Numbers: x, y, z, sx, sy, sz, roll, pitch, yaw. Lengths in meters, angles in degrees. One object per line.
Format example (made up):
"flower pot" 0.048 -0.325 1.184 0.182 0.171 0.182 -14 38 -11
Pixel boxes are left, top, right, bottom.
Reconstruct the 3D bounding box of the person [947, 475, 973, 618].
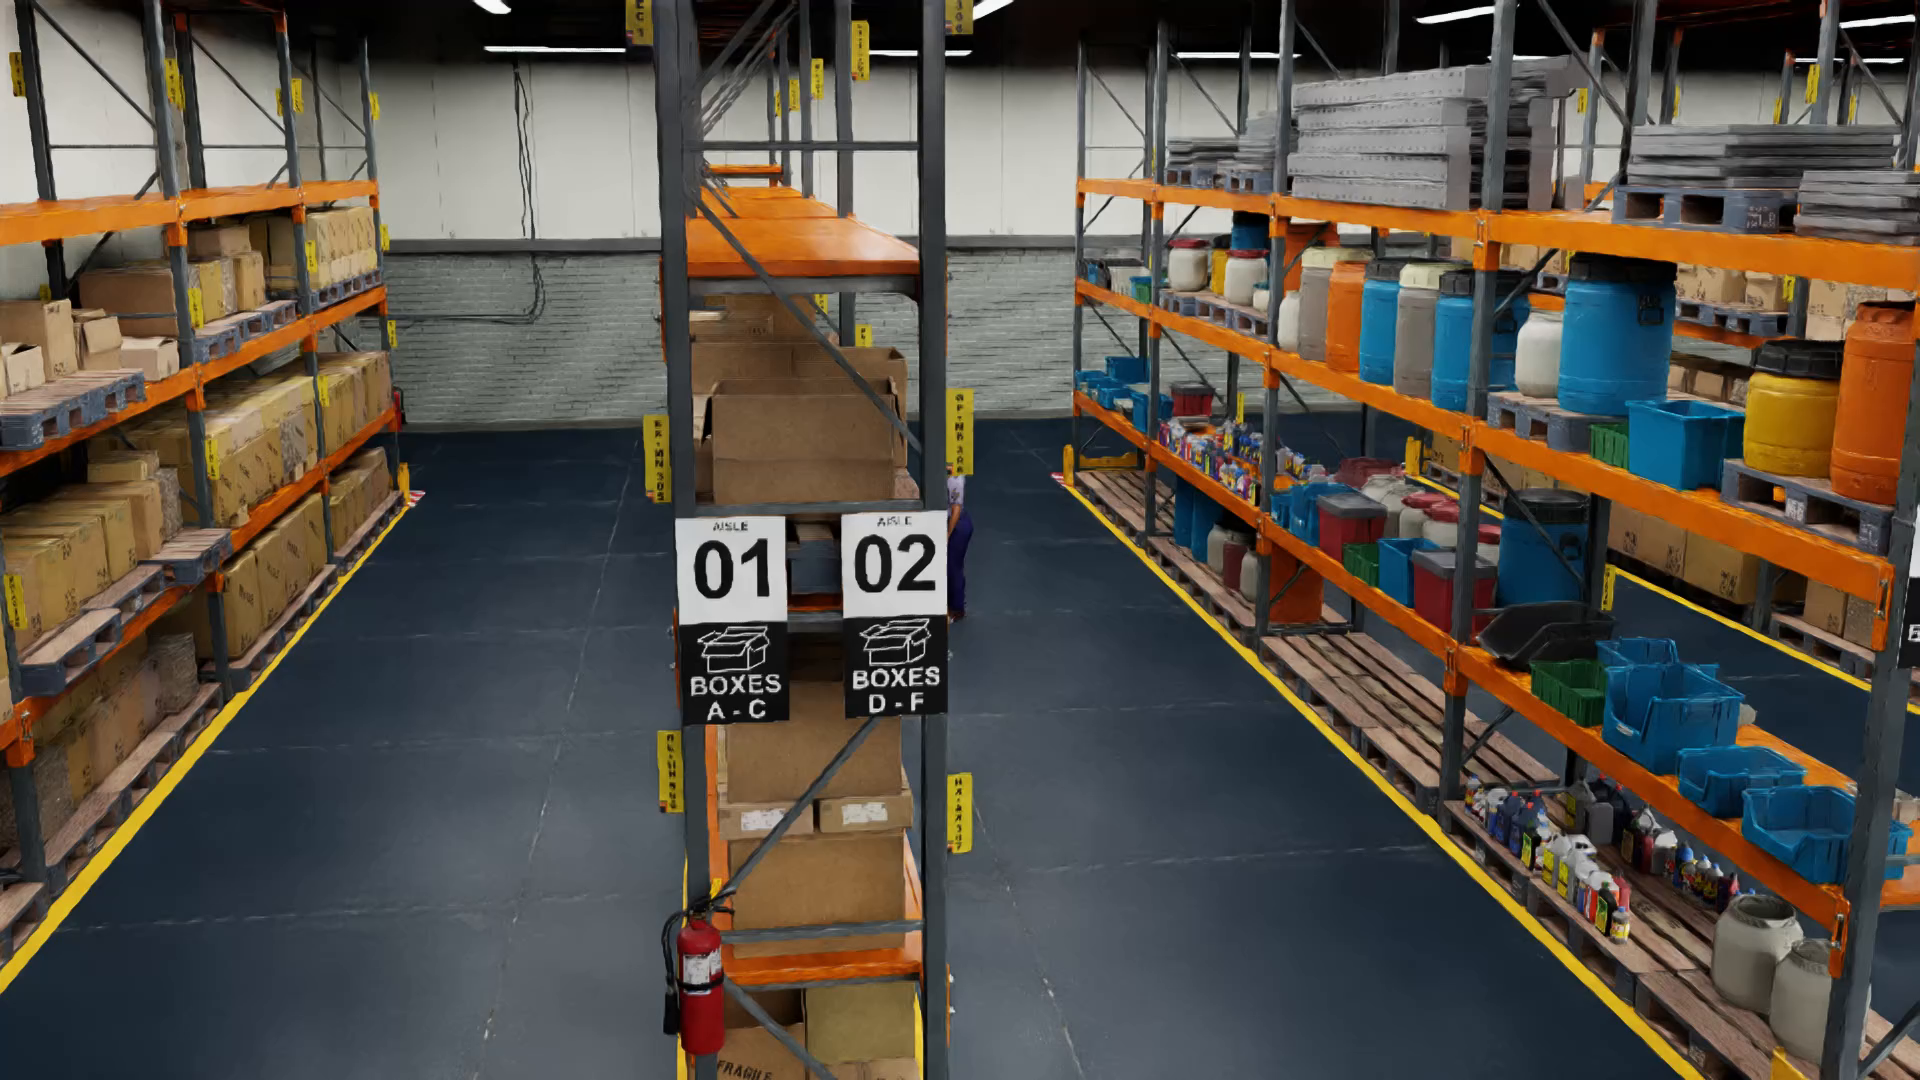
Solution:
"person" -0.075 -0.061 16.292 0.399 1.678 0.529 1 13 4
